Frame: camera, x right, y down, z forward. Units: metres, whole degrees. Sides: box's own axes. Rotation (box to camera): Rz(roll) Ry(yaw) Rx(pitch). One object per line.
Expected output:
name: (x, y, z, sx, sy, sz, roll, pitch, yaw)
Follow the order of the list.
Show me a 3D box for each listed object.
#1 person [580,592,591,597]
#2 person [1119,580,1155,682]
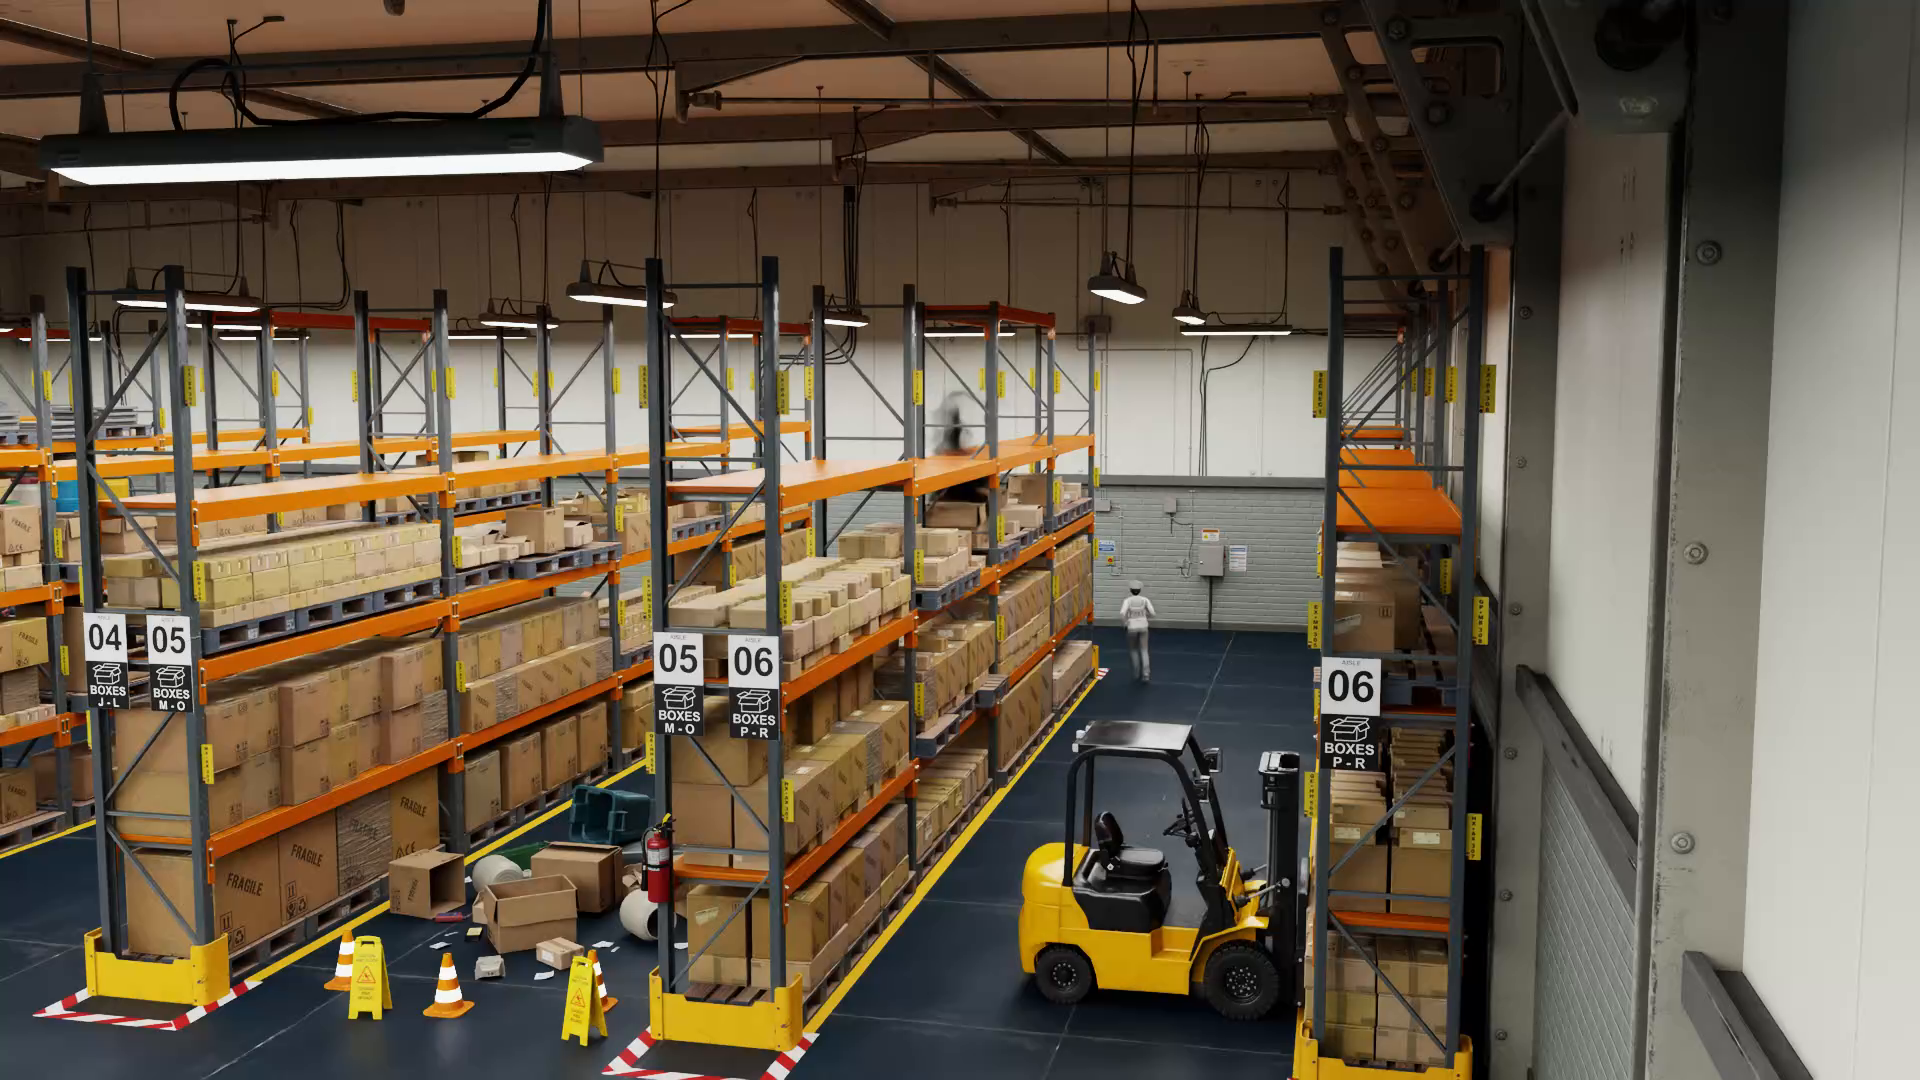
person: (-5.722, 1.713, 25.628, 0.666, 1.842, 0.818, 2, 6, 16)
person: (2.935, 1.522, 27.638, 0.621, 1.718, 0.815, 0, 6, 0)
